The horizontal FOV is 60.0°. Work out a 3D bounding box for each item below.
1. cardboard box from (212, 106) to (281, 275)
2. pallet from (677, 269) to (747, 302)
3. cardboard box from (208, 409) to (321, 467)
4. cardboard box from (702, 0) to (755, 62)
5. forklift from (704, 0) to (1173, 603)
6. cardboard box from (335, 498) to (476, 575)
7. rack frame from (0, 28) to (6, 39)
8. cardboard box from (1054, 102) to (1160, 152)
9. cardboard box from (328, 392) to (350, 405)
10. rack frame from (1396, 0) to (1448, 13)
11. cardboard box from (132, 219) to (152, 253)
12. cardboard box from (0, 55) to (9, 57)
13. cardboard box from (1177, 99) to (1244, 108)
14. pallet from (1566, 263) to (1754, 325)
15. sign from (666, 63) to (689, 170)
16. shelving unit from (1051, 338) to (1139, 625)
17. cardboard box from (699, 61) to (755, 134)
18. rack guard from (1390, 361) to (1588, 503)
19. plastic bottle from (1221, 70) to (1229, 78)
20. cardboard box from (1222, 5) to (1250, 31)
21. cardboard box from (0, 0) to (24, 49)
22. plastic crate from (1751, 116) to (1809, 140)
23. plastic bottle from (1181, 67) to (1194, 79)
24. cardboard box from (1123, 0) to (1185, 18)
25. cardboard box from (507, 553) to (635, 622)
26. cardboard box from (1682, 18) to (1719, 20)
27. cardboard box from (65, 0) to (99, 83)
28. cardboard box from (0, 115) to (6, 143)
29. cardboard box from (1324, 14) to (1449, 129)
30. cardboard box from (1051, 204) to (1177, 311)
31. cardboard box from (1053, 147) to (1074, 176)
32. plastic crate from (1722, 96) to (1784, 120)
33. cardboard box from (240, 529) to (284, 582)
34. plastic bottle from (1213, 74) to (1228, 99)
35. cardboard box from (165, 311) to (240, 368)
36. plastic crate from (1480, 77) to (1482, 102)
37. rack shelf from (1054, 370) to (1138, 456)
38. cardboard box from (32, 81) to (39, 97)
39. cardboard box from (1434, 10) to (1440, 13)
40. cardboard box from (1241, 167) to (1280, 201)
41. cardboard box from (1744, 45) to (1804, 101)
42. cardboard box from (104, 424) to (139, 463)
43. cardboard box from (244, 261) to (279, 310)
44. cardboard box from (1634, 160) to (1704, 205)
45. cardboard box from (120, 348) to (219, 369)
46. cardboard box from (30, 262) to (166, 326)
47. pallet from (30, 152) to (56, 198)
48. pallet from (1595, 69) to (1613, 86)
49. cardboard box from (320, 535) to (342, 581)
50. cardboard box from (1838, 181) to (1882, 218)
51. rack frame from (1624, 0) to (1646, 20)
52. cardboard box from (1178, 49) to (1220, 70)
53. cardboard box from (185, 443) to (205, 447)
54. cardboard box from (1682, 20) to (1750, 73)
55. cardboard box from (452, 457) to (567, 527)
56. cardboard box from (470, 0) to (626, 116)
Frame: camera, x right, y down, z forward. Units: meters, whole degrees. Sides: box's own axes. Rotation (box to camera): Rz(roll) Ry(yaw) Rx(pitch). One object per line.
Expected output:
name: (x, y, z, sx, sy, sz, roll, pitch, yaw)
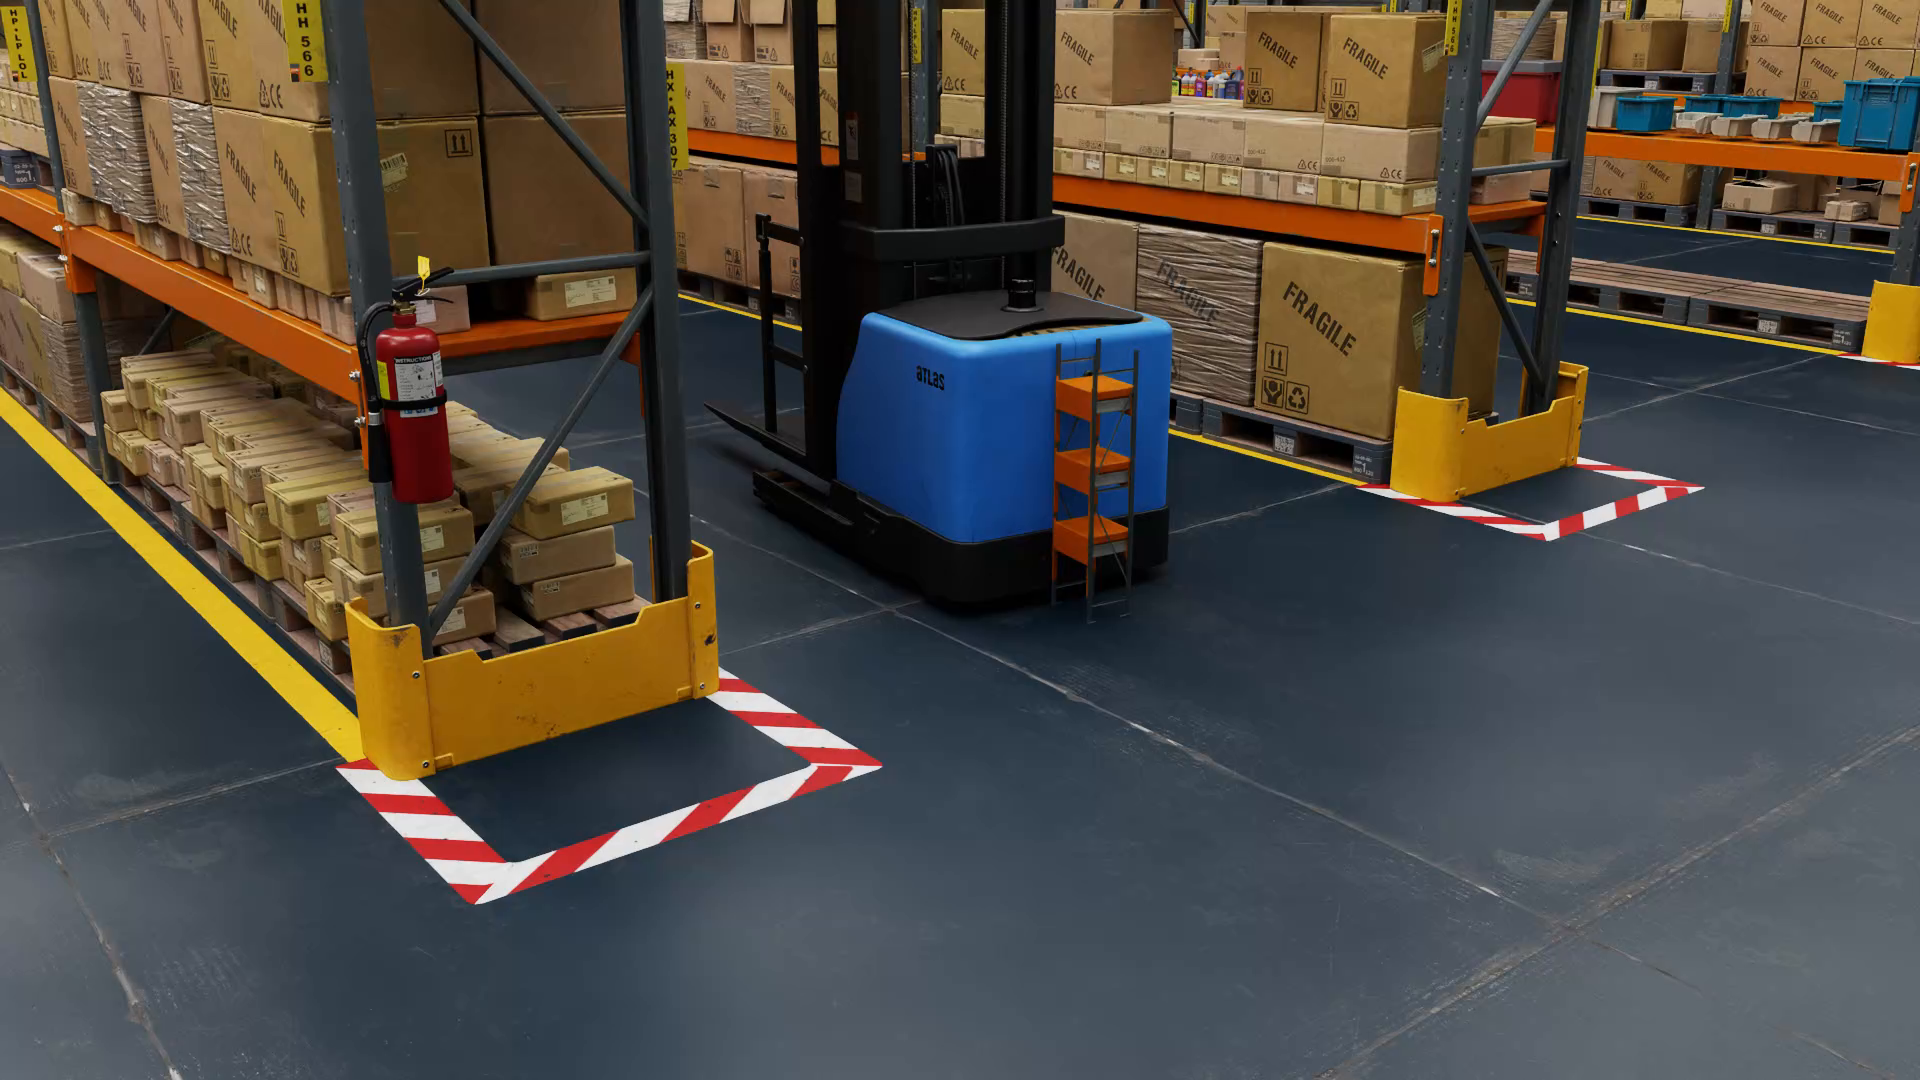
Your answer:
cardboard box: (-2.126, -1.188, 5.545, 0.500, 0.500, 0.500, -14, 23, -37)
pallet: (-1.915, -2.192, 13.648, 1.003, 0.211, 1.213, -14, 23, -36)
cardboard box: (-2.811, -0.409, 6.747, 0.380, 0.149, 0.250, -14, 23, -36)
cardboard box: (-1.502, -3.904, 12.627, 0.797, 0.503, 0.637, -13, 23, -35)
forklift: (-0.318, -1.562, 7.418, 1.130, 2.935, 3.031, -10, 21, -29)
cardboard box: (-1.857, -0.020, 5.572, 0.380, 0.149, 0.250, -14, 23, -35)
rack frame: (-6.296, -2.782, 10.992, 1.000, 3.000, 0.127, -14, 23, -36)
cardboard box: (0.855, -2.392, 9.581, 0.500, 0.250, 0.500, -13, 23, -35)
cardboard box: (-2.520, -0.581, 7.265, 0.380, 0.149, 0.250, -15, 24, -38)
rack frame: (5.422, -5.658, 19.676, 1.000, 3.000, 0.127, -14, 23, -36)
cardboard box: (-3.199, -1.296, 6.903, 0.380, 0.149, 0.250, -13, 23, -35)
cardboard box: (-5.344, -2.669, 9.437, 0.380, 0.149, 0.250, -13, 22, -34)
cardboard box: (1.570, -2.374, 9.524, 0.500, 0.250, 0.500, -15, 23, -37)
pallet: (5.269, -1.908, 12.789, 1.003, 0.211, 1.213, -14, 23, -36)
sign: (-0.904, -1.328, 5.223, 0.100, 0.325, 0.005, -14, 23, -36)
shelving unit: (0.512, -0.223, 6.366, 0.215, 1.050, 0.252, -10, 21, -29)
cardboard box: (-1.614, -3.347, 12.541, 0.500, 0.500, 0.500, -14, 23, -37)
rack guard: (2.637, -0.561, 8.262, 1.175, 0.500, 0.348, -14, 23, -36)
plastic bottle: (2.565, -4.429, 16.172, 0.097, 0.271, 0.097, 0, 18, 0)
cardboard box: (4.696, -8.591, 27.549, 0.500, 0.500, 0.500, -14, 23, -36)
cardboard box: (-6.567, -3.417, 11.159, 0.700, 0.500, 0.500, -14, 23, -36)
plastic crate: (5.687, -2.864, 11.563, 0.396, 0.136, 0.243, -14, 23, -36)
plastic bottle: (2.266, -4.563, 16.557, 0.061, 0.283, 0.133, -14, 23, -36)
cardboard box: (2.658, -7.415, 22.760, 0.700, 0.500, 0.500, -14, 23, -36)
cardboard box: (-1.404, 0.152, 5.999, 0.380, 0.149, 0.250, -13, 23, -35)
cardboard box: (9.722, -6.523, 21.626, 0.500, 0.500, 0.500, -13, 22, -34)
cardboard box: (-3.390, -2.176, 6.940, 0.500, 0.500, 0.500, -15, 23, -38)
cardboard box: (-5.191, -2.322, 9.334, 0.380, 0.149, 0.250, -15, 23, -38)
cardboard box: (2.113, -2.249, 7.954, 0.500, 0.500, 0.500, -14, 23, -35)
cardboard box: (1.044, -1.530, 9.924, 0.875, 0.875, 0.875, -14, 23, -36)
cardboard box: (0.712, -2.225, 9.711, 0.380, 0.149, 0.250, -14, 23, -37)
plastic crate: (5.792, -3.119, 12.181, 0.416, 0.233, 0.300, -14, 23, -36)
cardboard box: (-2.526, 0.020, 6.398, 0.380, 0.149, 0.250, -15, 24, -38)
plastic bottle: (2.414, -4.121, 15.235, 0.152, 0.276, 0.135, -14, 23, -36)
cardboard box: (-4.064, -1.043, 9.049, 0.500, 0.500, 0.500, -13, 22, -34)
plastic crate: (4.578, -3.679, 13.630, 0.392, 0.384, 0.575, -14, 23, -36)
rack shelf: (0.512, -0.482, 6.280, 0.215, 0.259, 0.240, -10, 21, -29)
cardboard box: (-4.383, -2.286, 8.279, 0.380, 0.149, 0.250, -15, 23, -38)
cardboard box: (7.450, -7.596, 24.672, 0.700, 0.500, 0.500, -11, 21, -31)
cardboard box: (1.670, -1.846, 8.565, 0.380, 0.149, 0.250, -13, 23, -35)
cardboard box: (8.009, -4.541, 16.144, 0.500, 0.500, 0.500, -13, 22, -35)
cardboard box: (-3.838, -0.490, 7.937, 0.380, 0.149, 0.250, -15, 24, -38)
cardboard box: (-2.222, -0.902, 5.715, 0.380, 0.149, 0.250, -13, 22, -35)
cardboard box: (7.375, -3.760, 17.222, 0.500, 0.500, 0.500, -14, 23, -36)
cardboard box: (-3.761, -0.799, 7.926, 0.380, 0.149, 0.250, -13, 22, -34)
cardboard box: (-4.473, -1.299, 8.630, 0.500, 0.250, 0.500, -15, 23, -38)
pallet: (-4.173, -1.922, 8.700, 1.003, 0.211, 1.213, -14, 23, -36)
pallet: (6.633, -5.088, 18.262, 1.003, 0.211, 1.213, -14, 23, -36)
cardboard box: (-2.001, 0.053, 5.825, 0.380, 0.149, 0.250, -15, 23, -37)
cardboard box: (8.948, -3.335, 16.238, 0.500, 0.311, 0.500, -14, 23, -36)
rack frame: (9.303, -6.625, 22.599, 1.000, 3.000, 0.127, -14, 23, -36)
cardboard box: (3.279, -6.459, 22.336, 0.500, 0.250, 0.500, -12, 22, -33)
cardboard box: (-3.114, -0.394, 7.176, 0.380, 0.149, 0.250, -13, 22, -34)
cardboard box: (7.787, -5.079, 17.102, 0.500, 0.500, 0.700, 11, 21, 30)
cardboard box: (-1.654, -0.179, 6.052, 0.380, 0.149, 0.250, -13, 23, -35)
cardboard box: (-1.400, -1.636, 5.310, 0.500, 0.500, 0.500, -14, 23, -36)
